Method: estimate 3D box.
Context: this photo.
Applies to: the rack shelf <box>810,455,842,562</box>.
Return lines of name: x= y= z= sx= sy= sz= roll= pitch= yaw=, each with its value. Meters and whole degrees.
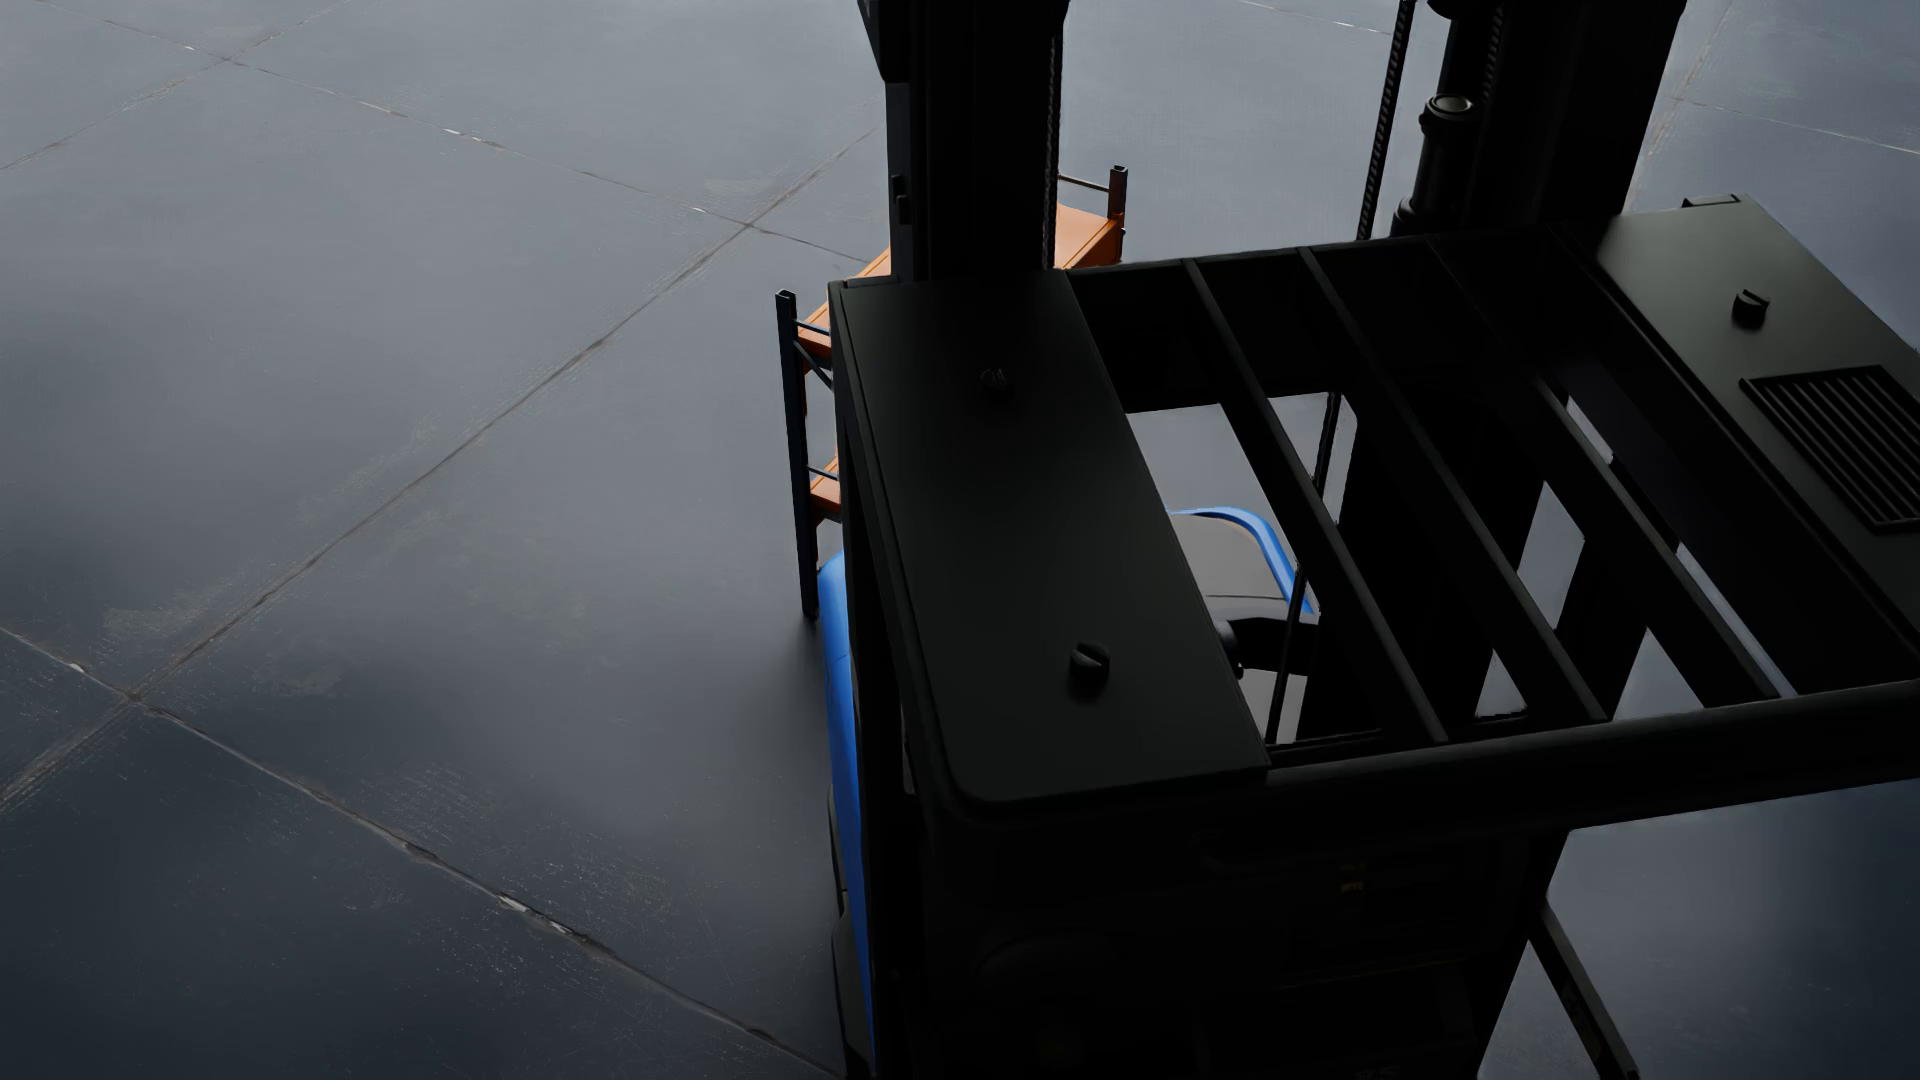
rack shelf: x=0.003 y=-0.243 z=5.044 sx=0.538 sy=0.278 sz=1.000 roll=21 pitch=45 yaw=22

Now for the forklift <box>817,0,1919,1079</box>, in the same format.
forklift: x=0.443 y=0.625 z=2.323 sx=1.130 sy=2.935 sz=3.031 roll=-7 pitch=42 yaw=-8

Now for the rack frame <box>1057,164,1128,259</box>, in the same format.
rack frame: x=0.258 y=-0.717 z=5.213 sx=0.500 sy=1.125 sz=0.032 roll=21 pitch=45 yaw=22

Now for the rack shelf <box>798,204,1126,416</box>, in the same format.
rack shelf: x=0.003 y=-0.646 z=4.689 sx=0.538 sy=0.278 sz=1.000 roll=21 pitch=45 yaw=22

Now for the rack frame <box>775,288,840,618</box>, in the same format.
rack frame: x=-0.251 y=-0.135 z=4.552 sx=0.500 sy=1.125 sz=0.032 roll=21 pitch=45 yaw=22

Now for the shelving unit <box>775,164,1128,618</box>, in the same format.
shelving unit: x=0.003 y=-0.426 z=4.883 sx=0.538 sy=1.125 sz=1.048 roll=21 pitch=45 yaw=22
